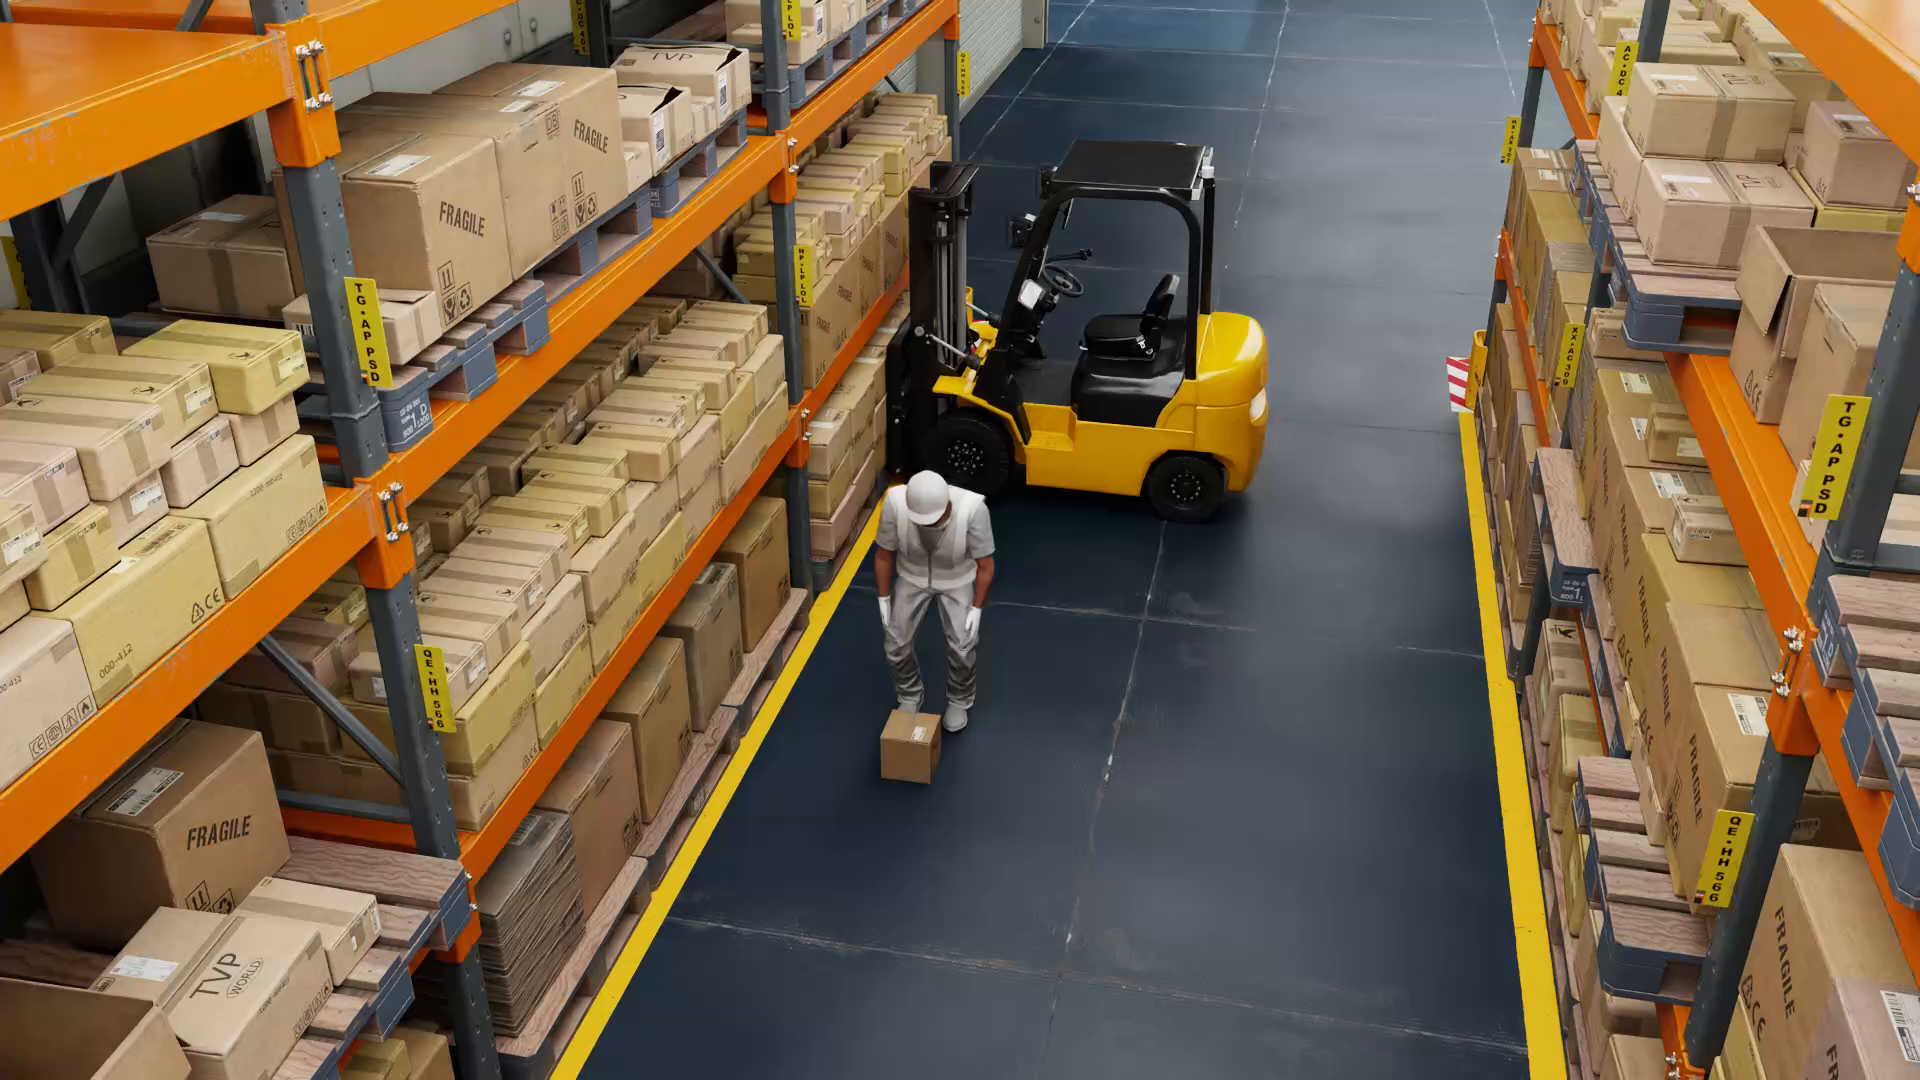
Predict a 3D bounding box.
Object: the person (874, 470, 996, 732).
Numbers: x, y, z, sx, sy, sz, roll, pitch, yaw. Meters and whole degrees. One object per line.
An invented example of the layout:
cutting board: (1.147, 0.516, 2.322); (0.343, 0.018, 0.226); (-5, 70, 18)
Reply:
person: (-0.112, 0.261, 8.365); (0.606, 1.552, 0.674); (6, 29, 11)
